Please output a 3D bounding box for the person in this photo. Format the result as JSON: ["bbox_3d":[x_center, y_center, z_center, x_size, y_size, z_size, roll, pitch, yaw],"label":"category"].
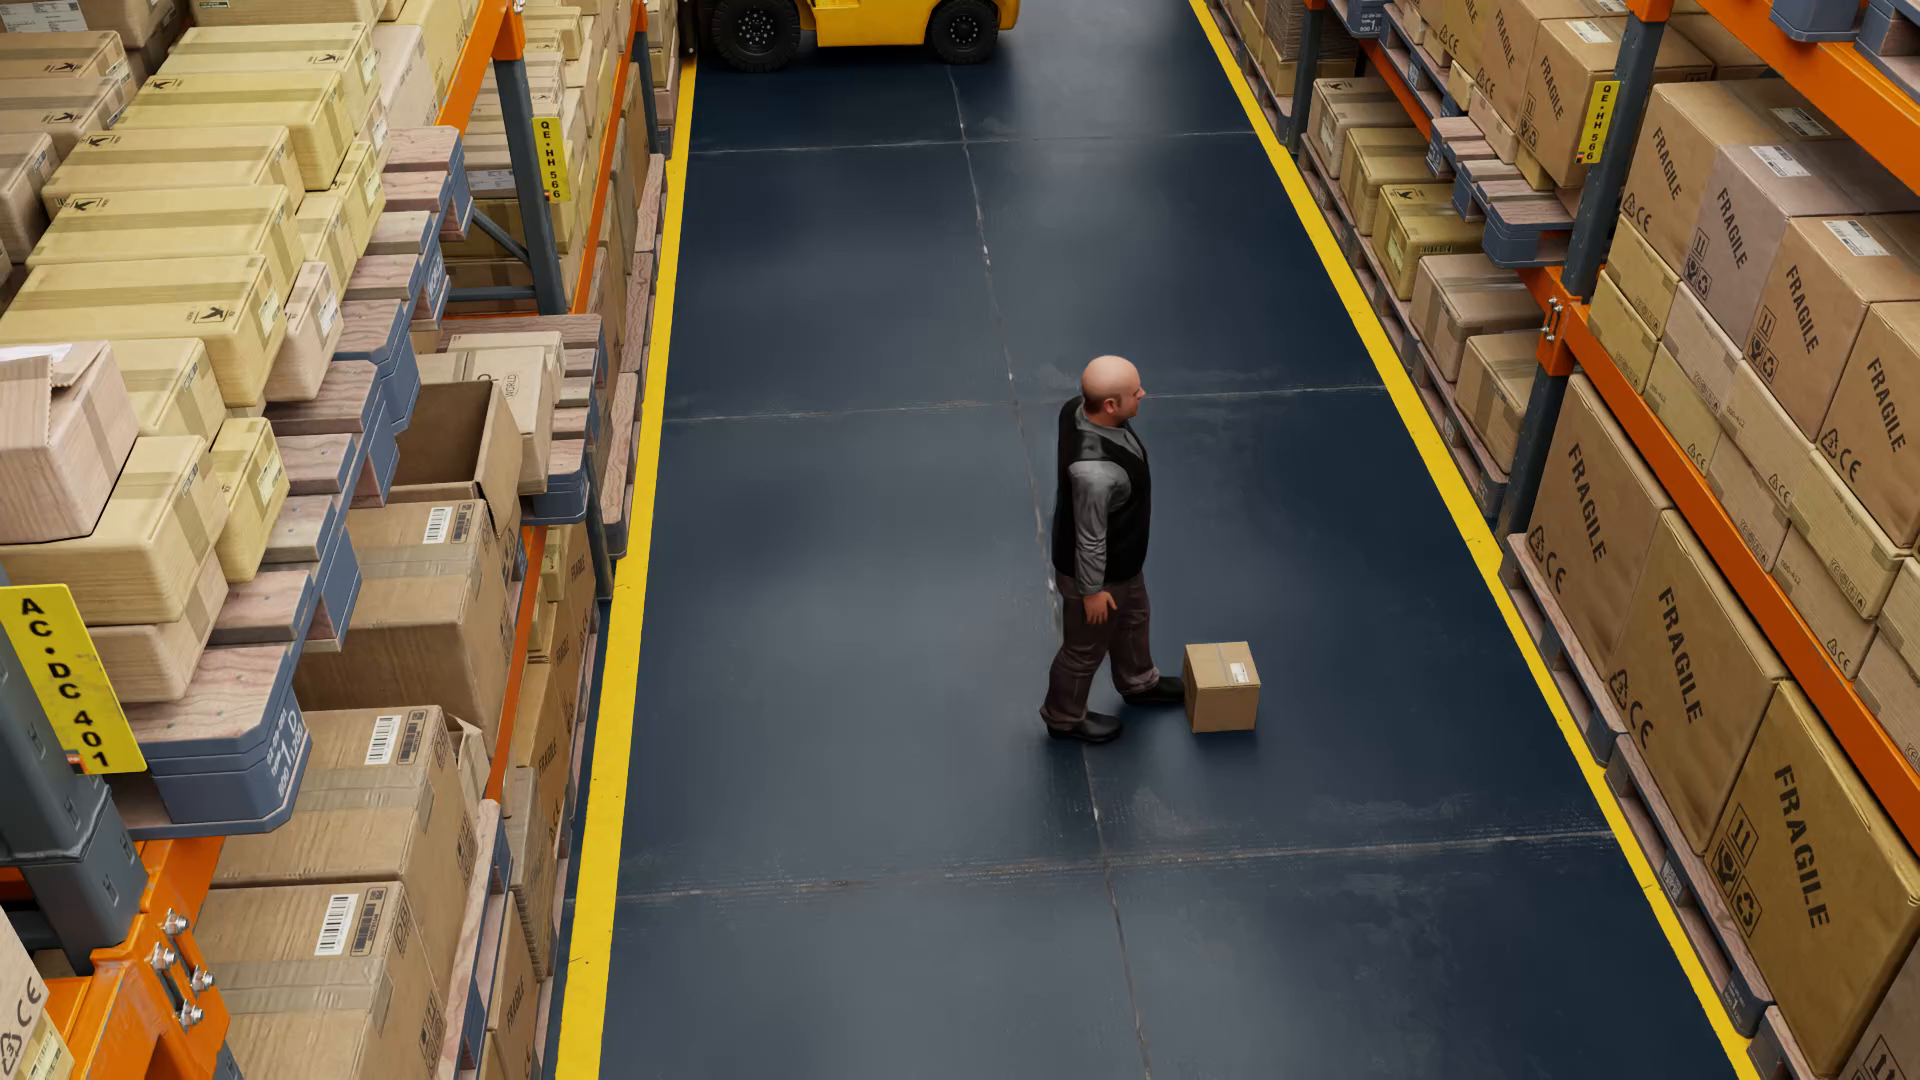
[{"bbox_3d":[0.626,0.061,6.085,0.623,1.720,0.565,2,39,3],"label":"person"}]
